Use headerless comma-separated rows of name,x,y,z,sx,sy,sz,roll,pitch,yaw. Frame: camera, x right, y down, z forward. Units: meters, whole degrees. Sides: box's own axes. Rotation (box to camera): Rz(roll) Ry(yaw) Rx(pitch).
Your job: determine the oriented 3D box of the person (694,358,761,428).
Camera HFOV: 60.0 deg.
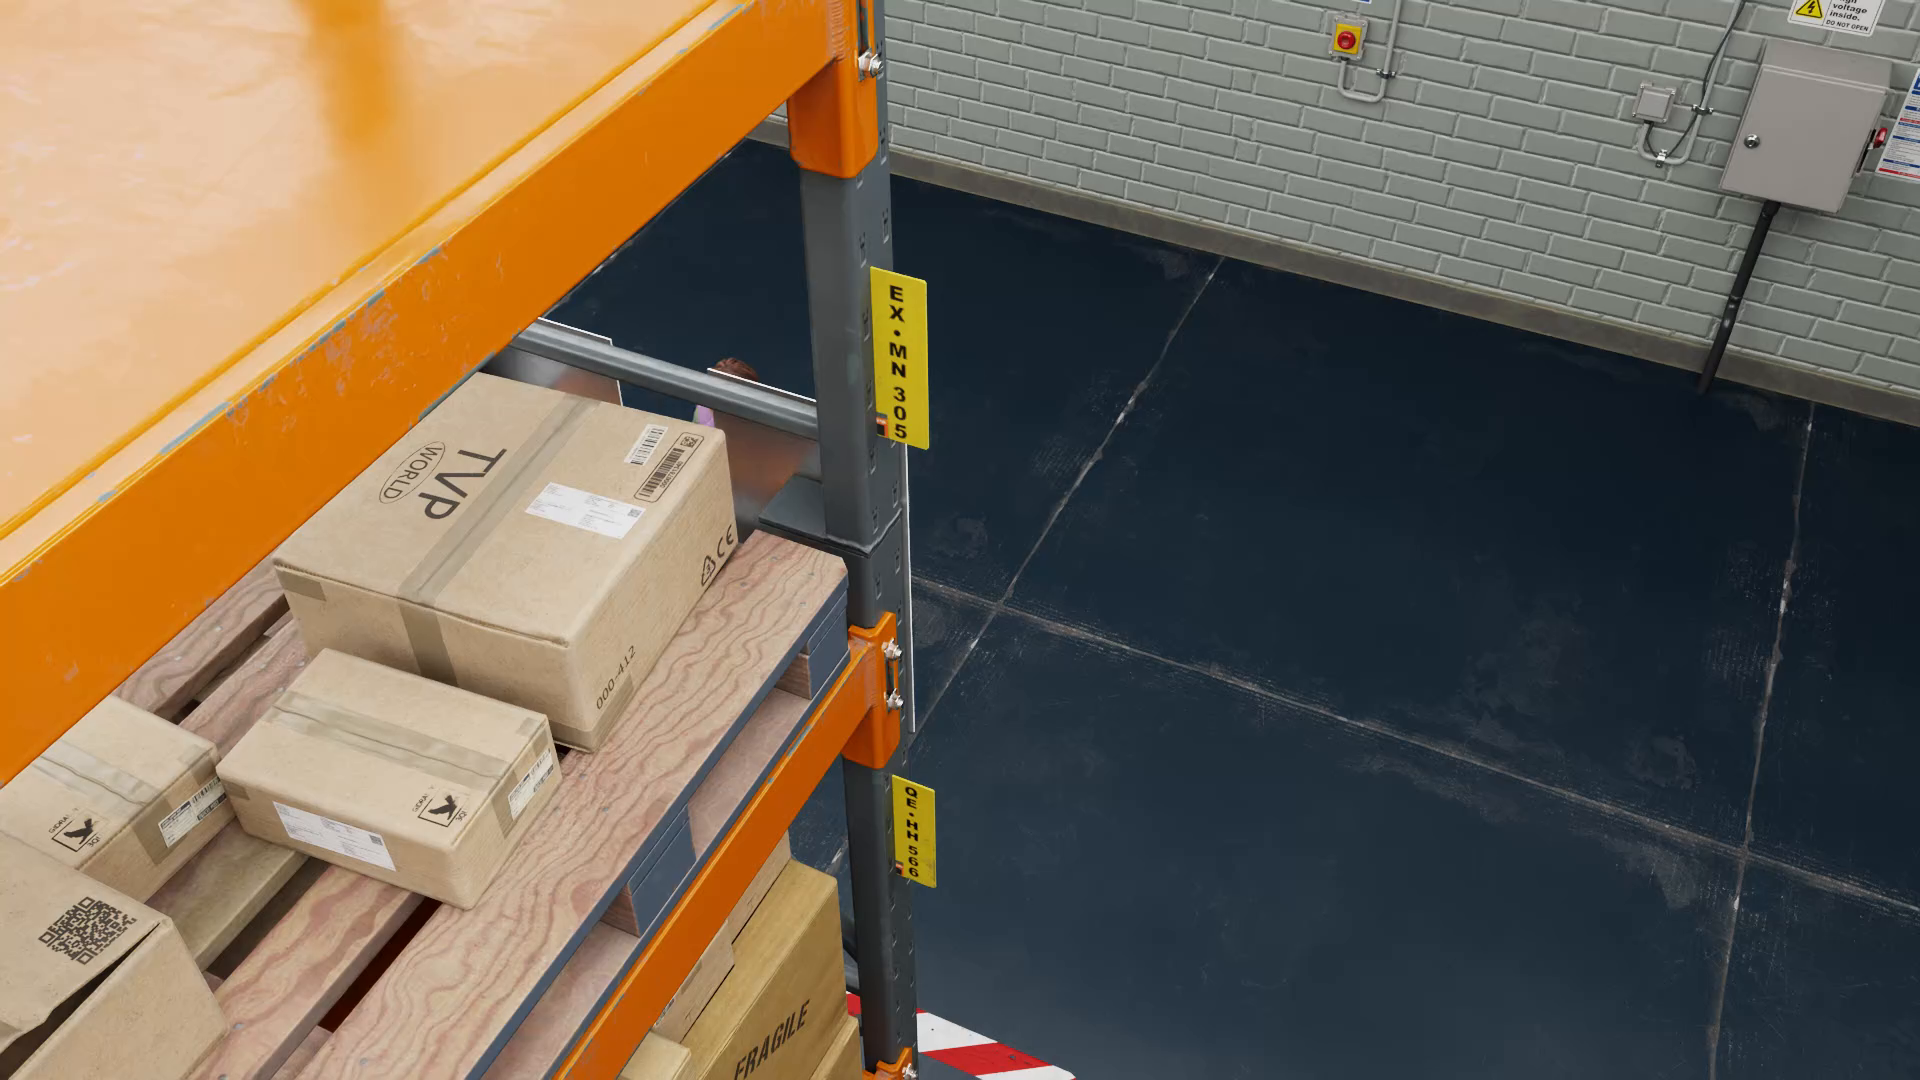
person,-0.792,-0.044,6.218,0.475,1.591,0.377,15,45,16
